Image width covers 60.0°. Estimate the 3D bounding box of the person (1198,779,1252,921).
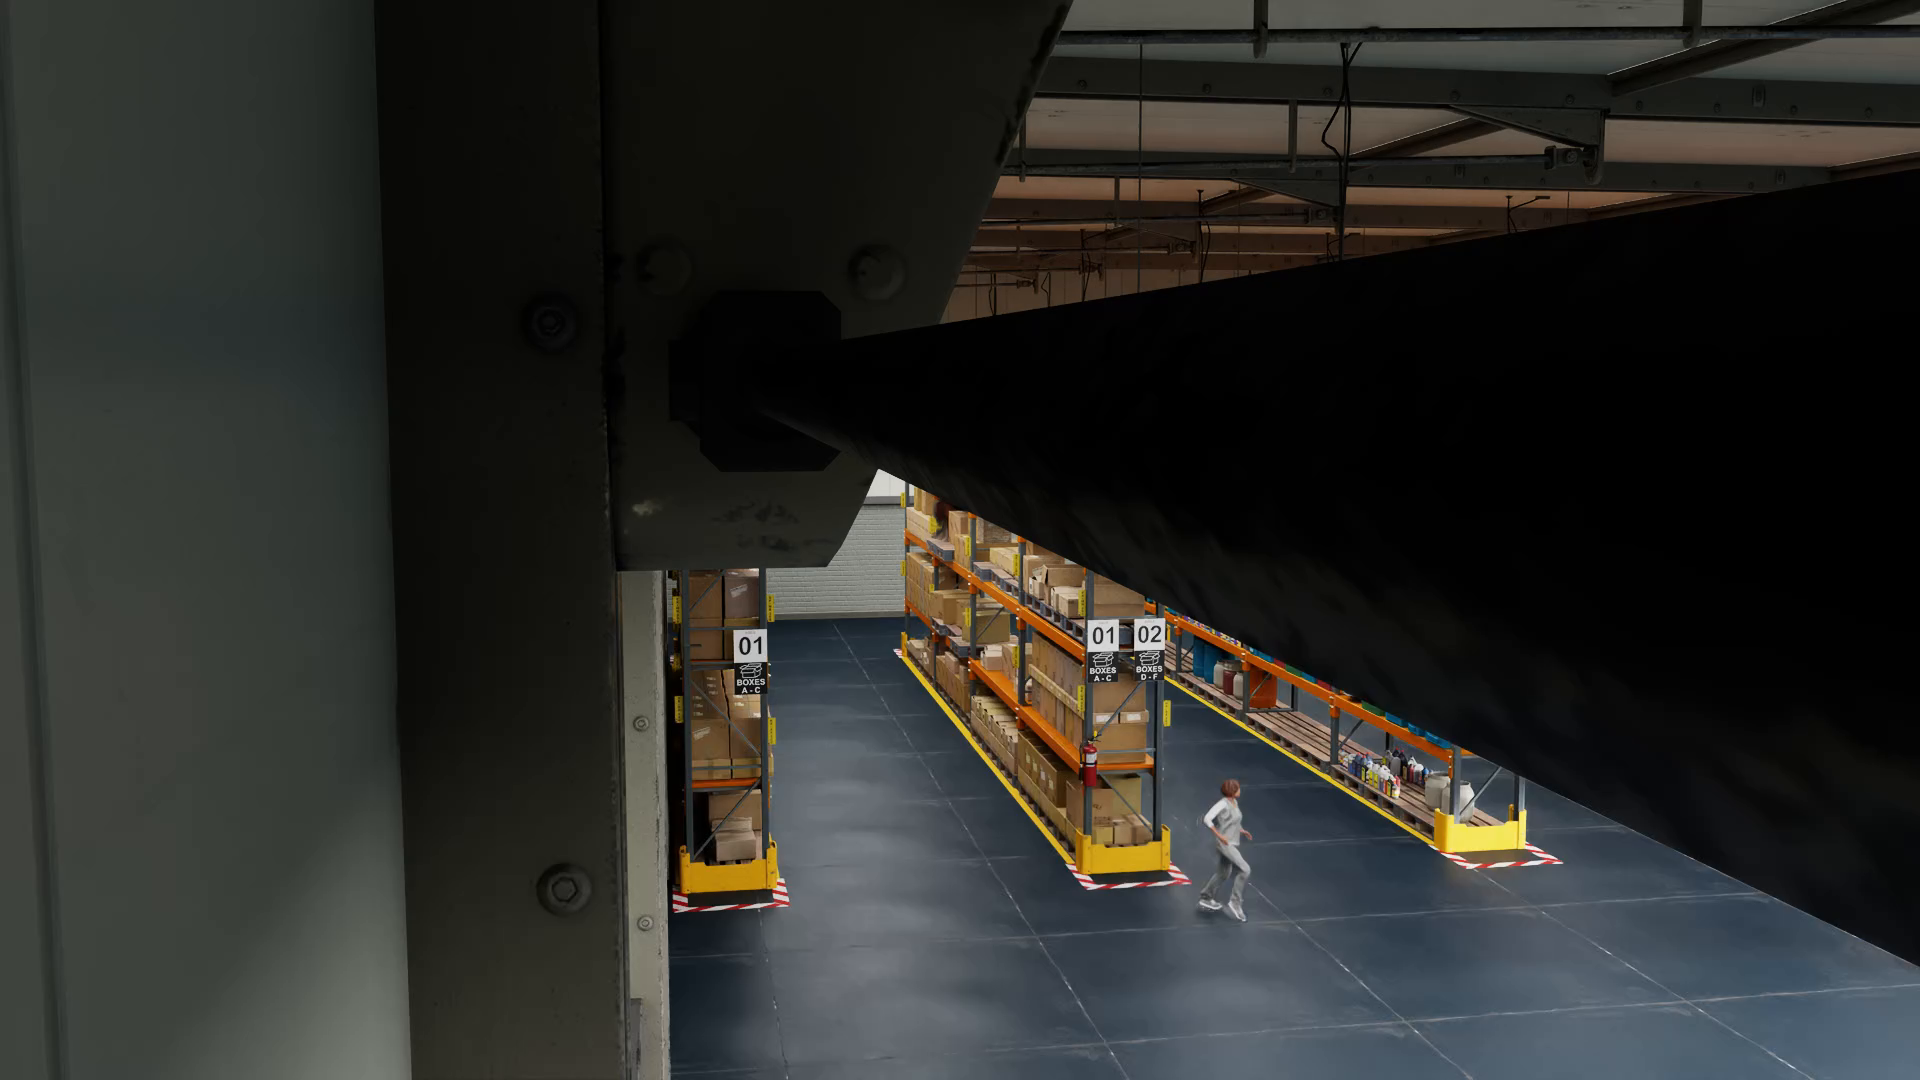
[{"bbox_3d":[3.078,3.554,19.234,0.646,1.610,0.543,3,6,24],"label":"person"}]
